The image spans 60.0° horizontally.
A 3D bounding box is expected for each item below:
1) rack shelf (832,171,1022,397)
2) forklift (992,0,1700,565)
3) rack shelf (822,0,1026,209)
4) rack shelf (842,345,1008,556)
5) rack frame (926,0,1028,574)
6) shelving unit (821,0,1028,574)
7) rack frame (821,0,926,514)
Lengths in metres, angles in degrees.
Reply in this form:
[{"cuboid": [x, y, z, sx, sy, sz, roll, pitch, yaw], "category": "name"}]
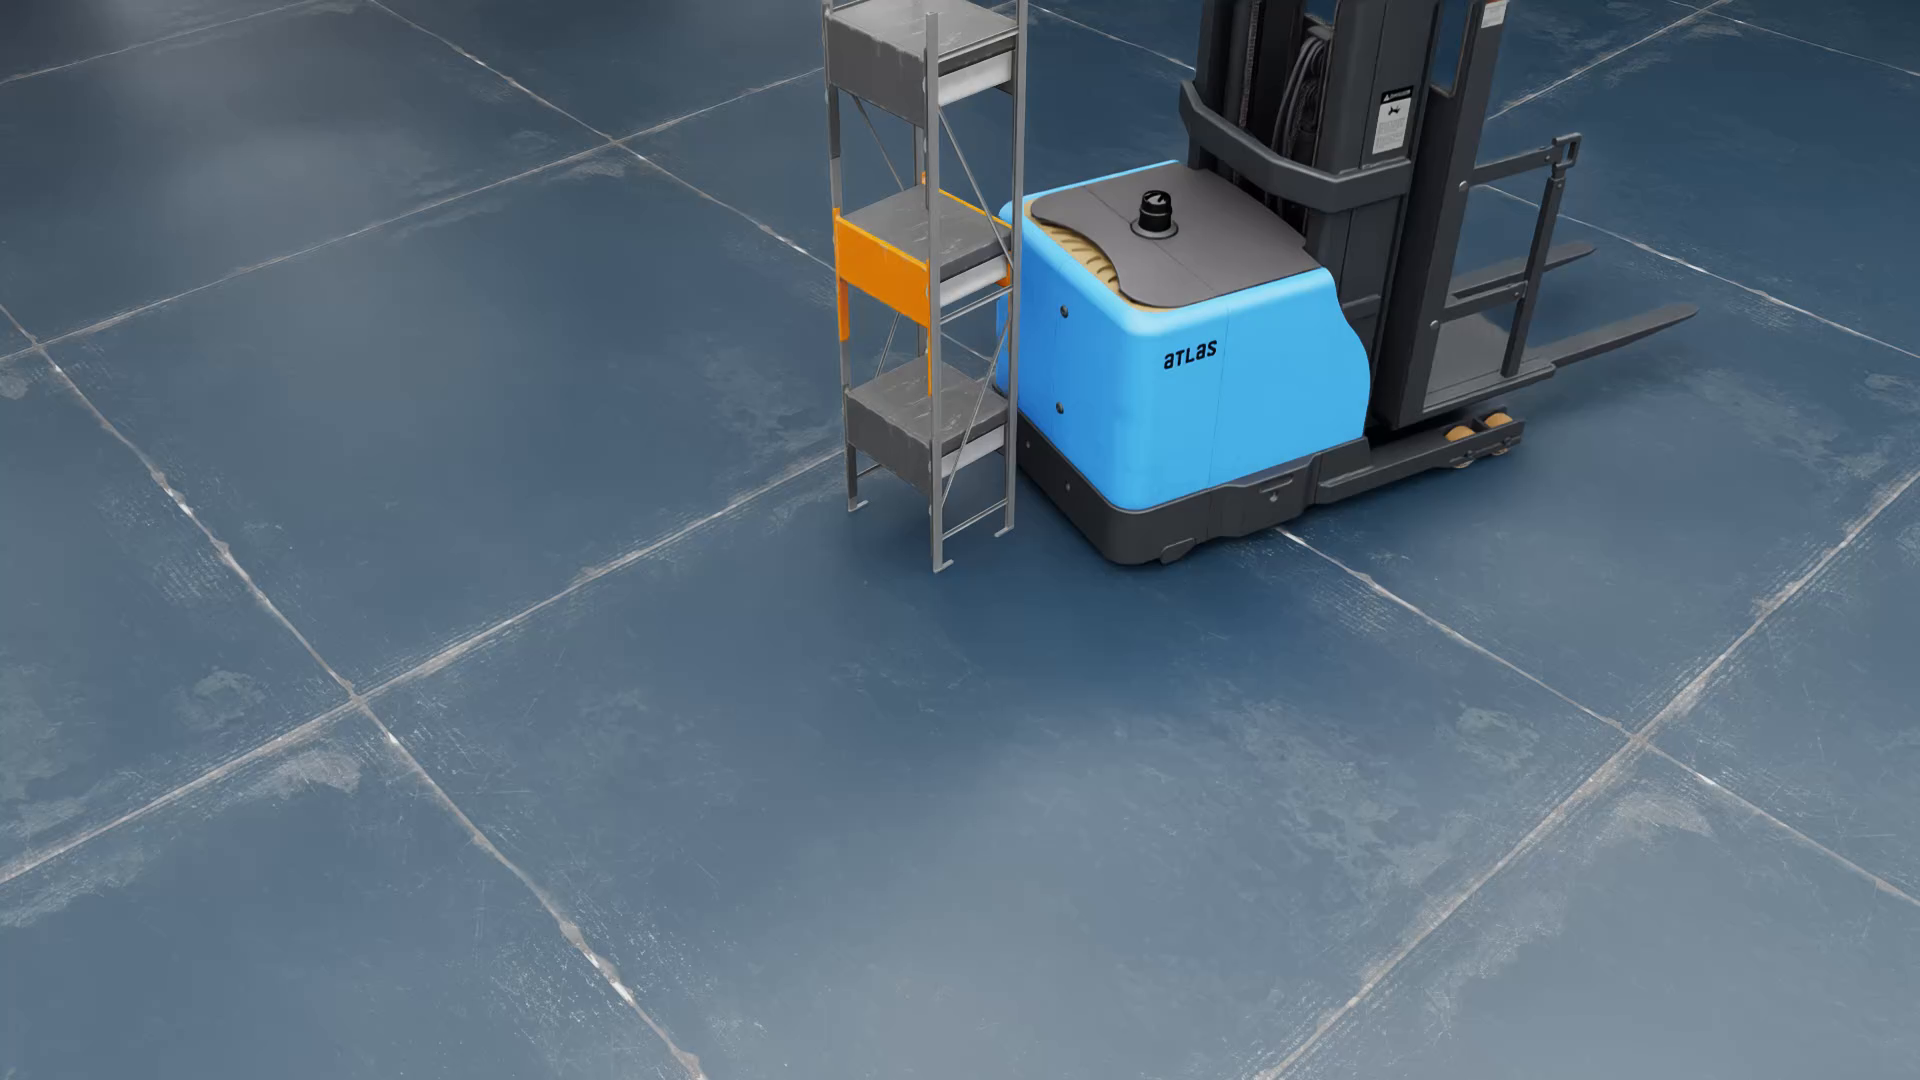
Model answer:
[{"cuboid": [-0.112, -0.883, 5.694, 0.431, 0.518, 0.480, -30, 48, -32], "category": "rack shelf"}, {"cuboid": [1.674, -1.702, 6.024, 3.031, 2.935, 1.130, -18, 42, -21], "category": "forklift"}, {"cuboid": [-0.112, -1.427, 5.254, 0.431, 0.518, 0.480, -30, 48, -32], "category": "rack shelf"}, {"cuboid": [-0.112, -0.338, 6.134, 0.431, 0.518, 0.480, -30, 48, -32], "category": "rack shelf"}, {"cuboid": [0.053, -0.781, 5.545, 0.400, 2.100, 0.015, -30, 48, -32], "category": "rack frame"}, {"cuboid": [-0.112, -0.893, 5.685, 0.431, 2.100, 0.503, -30, 48, -32], "category": "shelving unit"}, {"cuboid": [-0.277, -1.006, 5.825, 0.400, 2.100, 0.015, -30, 48, -32], "category": "rack frame"}]
